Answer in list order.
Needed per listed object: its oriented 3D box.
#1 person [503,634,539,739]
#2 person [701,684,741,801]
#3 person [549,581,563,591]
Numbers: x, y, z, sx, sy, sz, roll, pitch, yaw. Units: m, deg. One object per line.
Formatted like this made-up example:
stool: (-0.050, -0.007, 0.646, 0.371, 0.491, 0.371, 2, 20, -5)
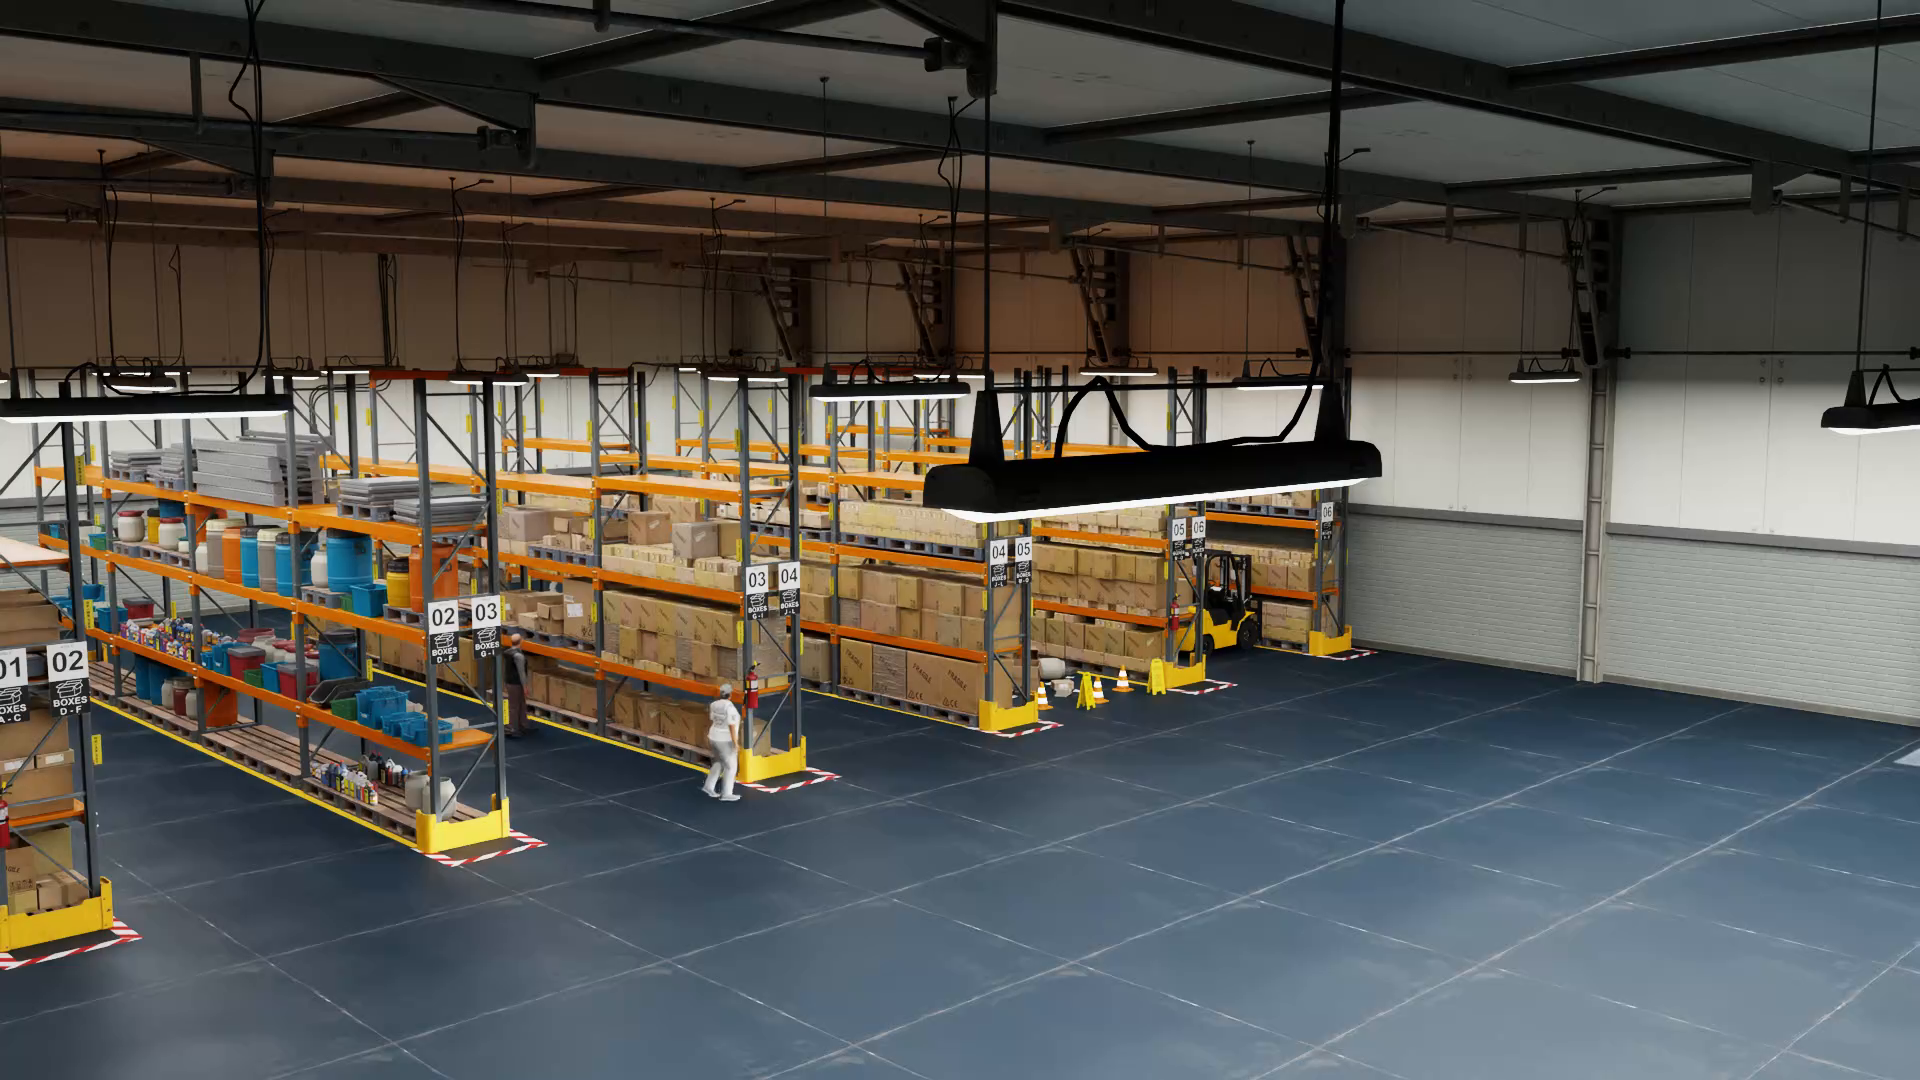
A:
person: (-7.237, 2.393, 27.416, 0.577, 1.716, 0.569, -2, 7, -19)
person: (-3.367, 2.871, 23.561, 0.461, 1.683, 0.562, -4, 8, -33)
person: (-10.159, 0.686, 42.206, 0.621, 1.782, 0.465, -6, 9, -43)
